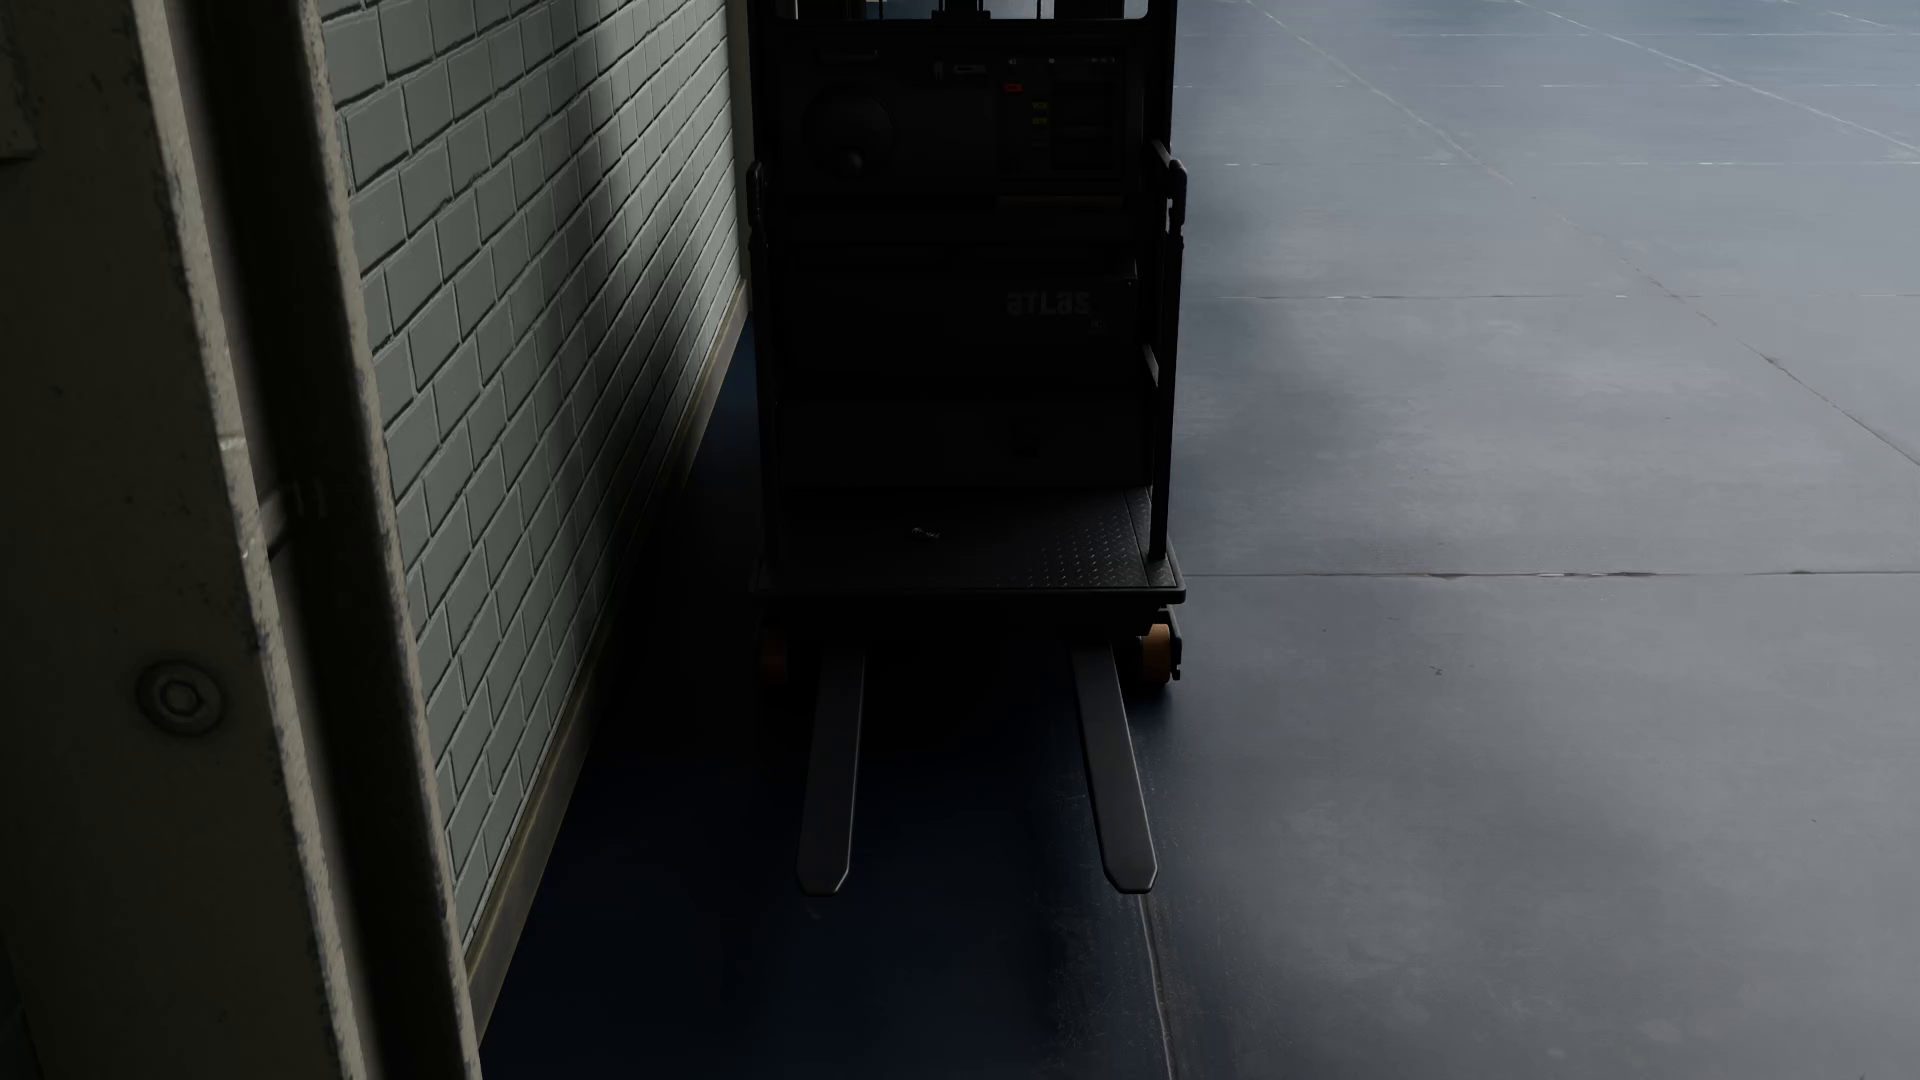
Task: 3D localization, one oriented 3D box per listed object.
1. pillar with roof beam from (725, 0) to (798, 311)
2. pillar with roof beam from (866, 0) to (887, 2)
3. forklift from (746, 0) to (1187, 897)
[{"bbox_3d":[3.460,-5.240,5.916,9.100,9.000,0.400,0,24,-1],"label":"pillar with roof beam"},{"bbox_3d":[3.329,-10.185,16.849,9.100,9.000,0.400,0,24,-1],"label":"pillar with roof beam"},{"bbox_3d":[0.010,-1.076,4.072,1.130,2.935,3.031,0,24,-1],"label":"forklift"}]
